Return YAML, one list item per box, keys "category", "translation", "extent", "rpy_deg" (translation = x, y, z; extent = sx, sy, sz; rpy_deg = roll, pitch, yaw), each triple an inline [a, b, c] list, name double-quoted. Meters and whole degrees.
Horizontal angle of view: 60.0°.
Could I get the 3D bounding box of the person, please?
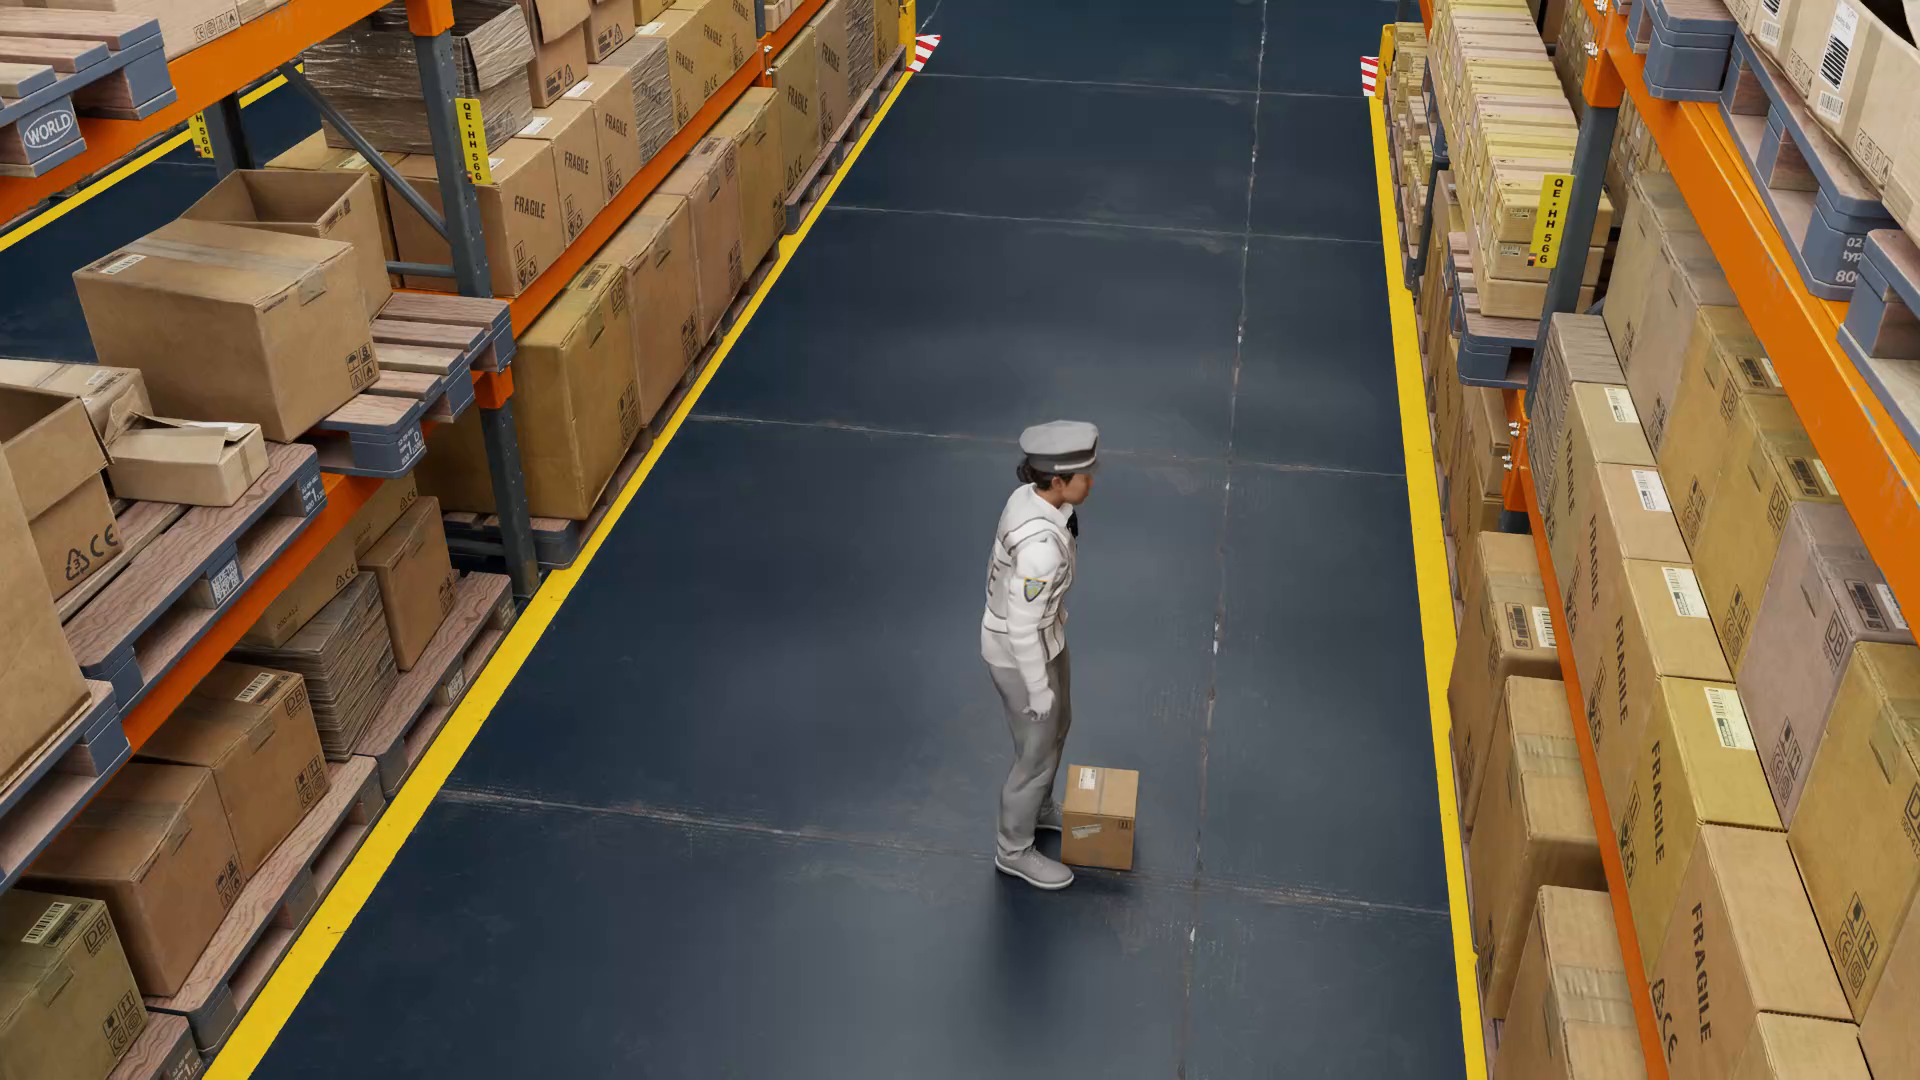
- category: "person"
  translation: [0.277, 0.371, 5.555]
  extent: [0.415, 1.661, 0.537]
  rpy_deg: [3, 33, 5]
